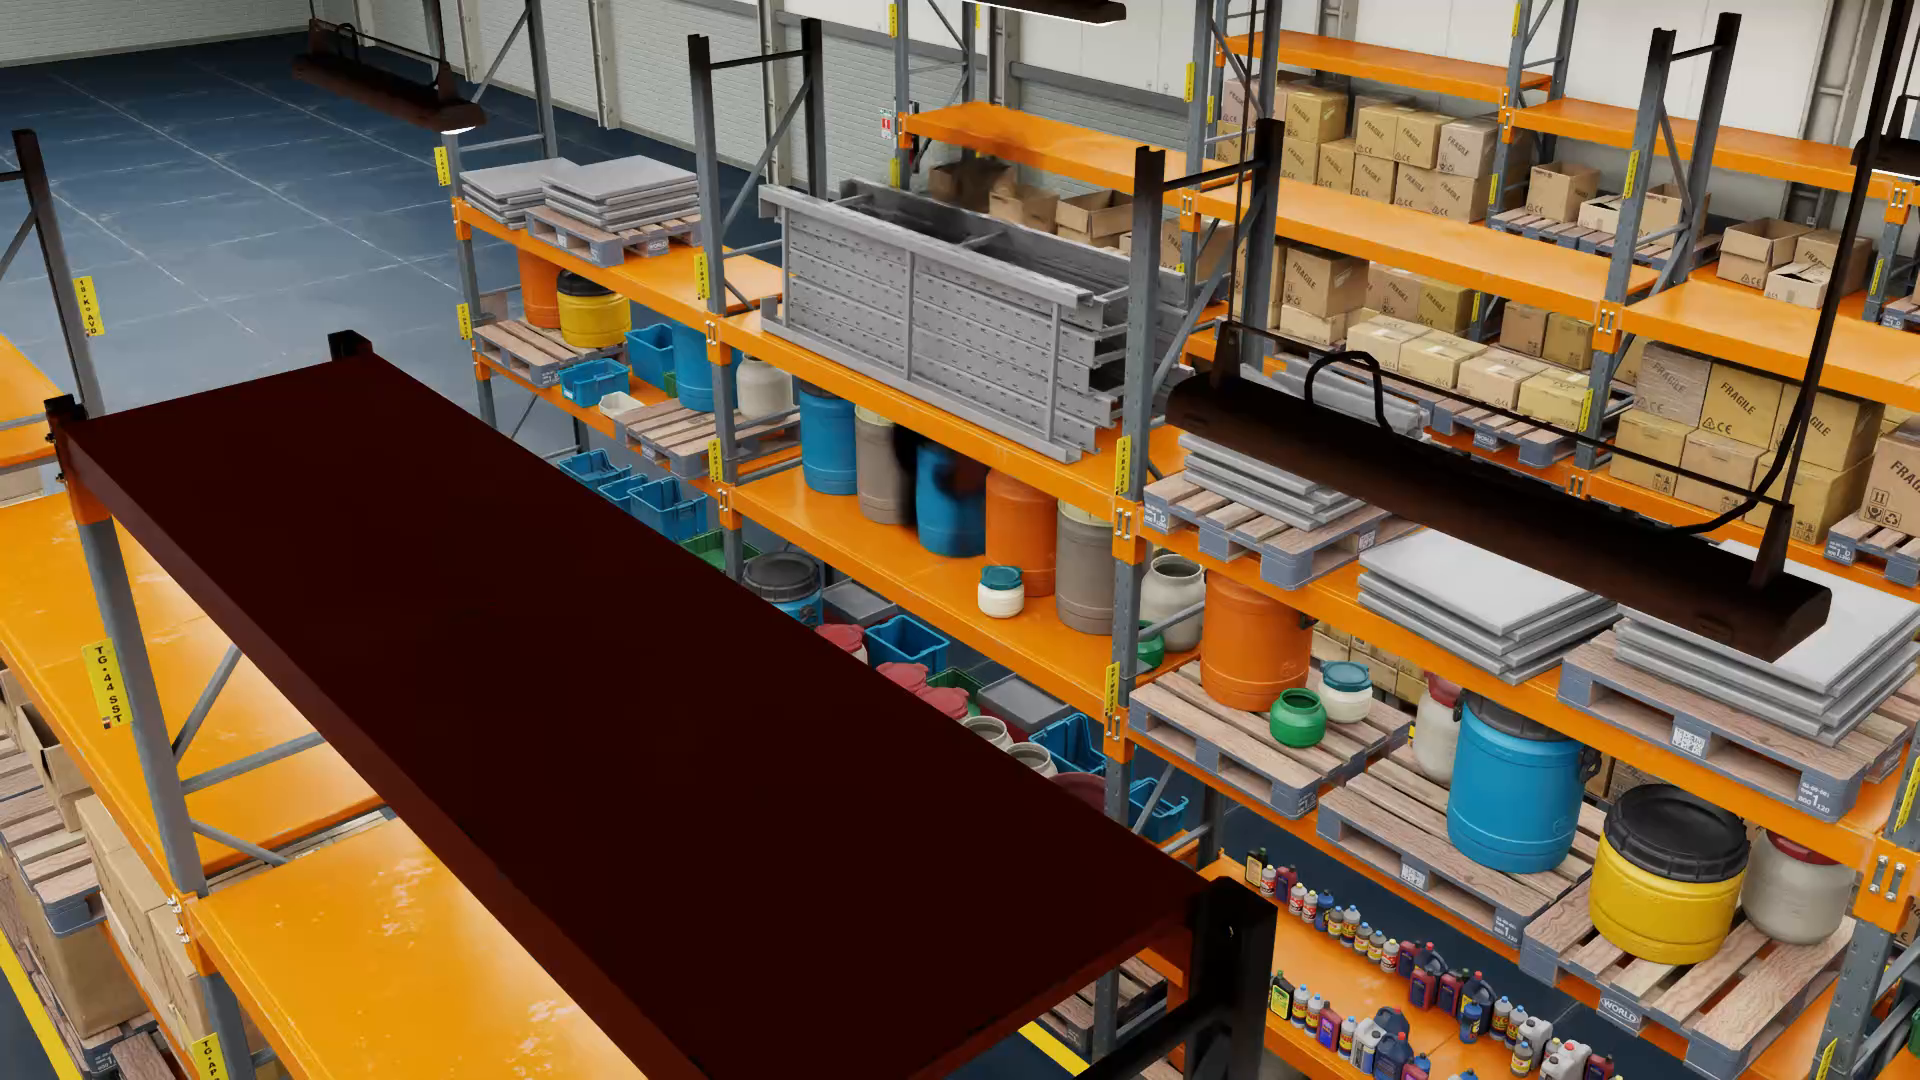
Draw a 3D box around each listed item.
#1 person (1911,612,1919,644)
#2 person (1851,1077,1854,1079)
[{"bbox_3d":[7.471,1.052,13.551,0.700,1.774,0.940,-18,32,-32],"label":"person"},{"bbox_3d":[4.729,3.312,9.311,0.572,1.549,0.703,-17,32,-30],"label":"person"}]
